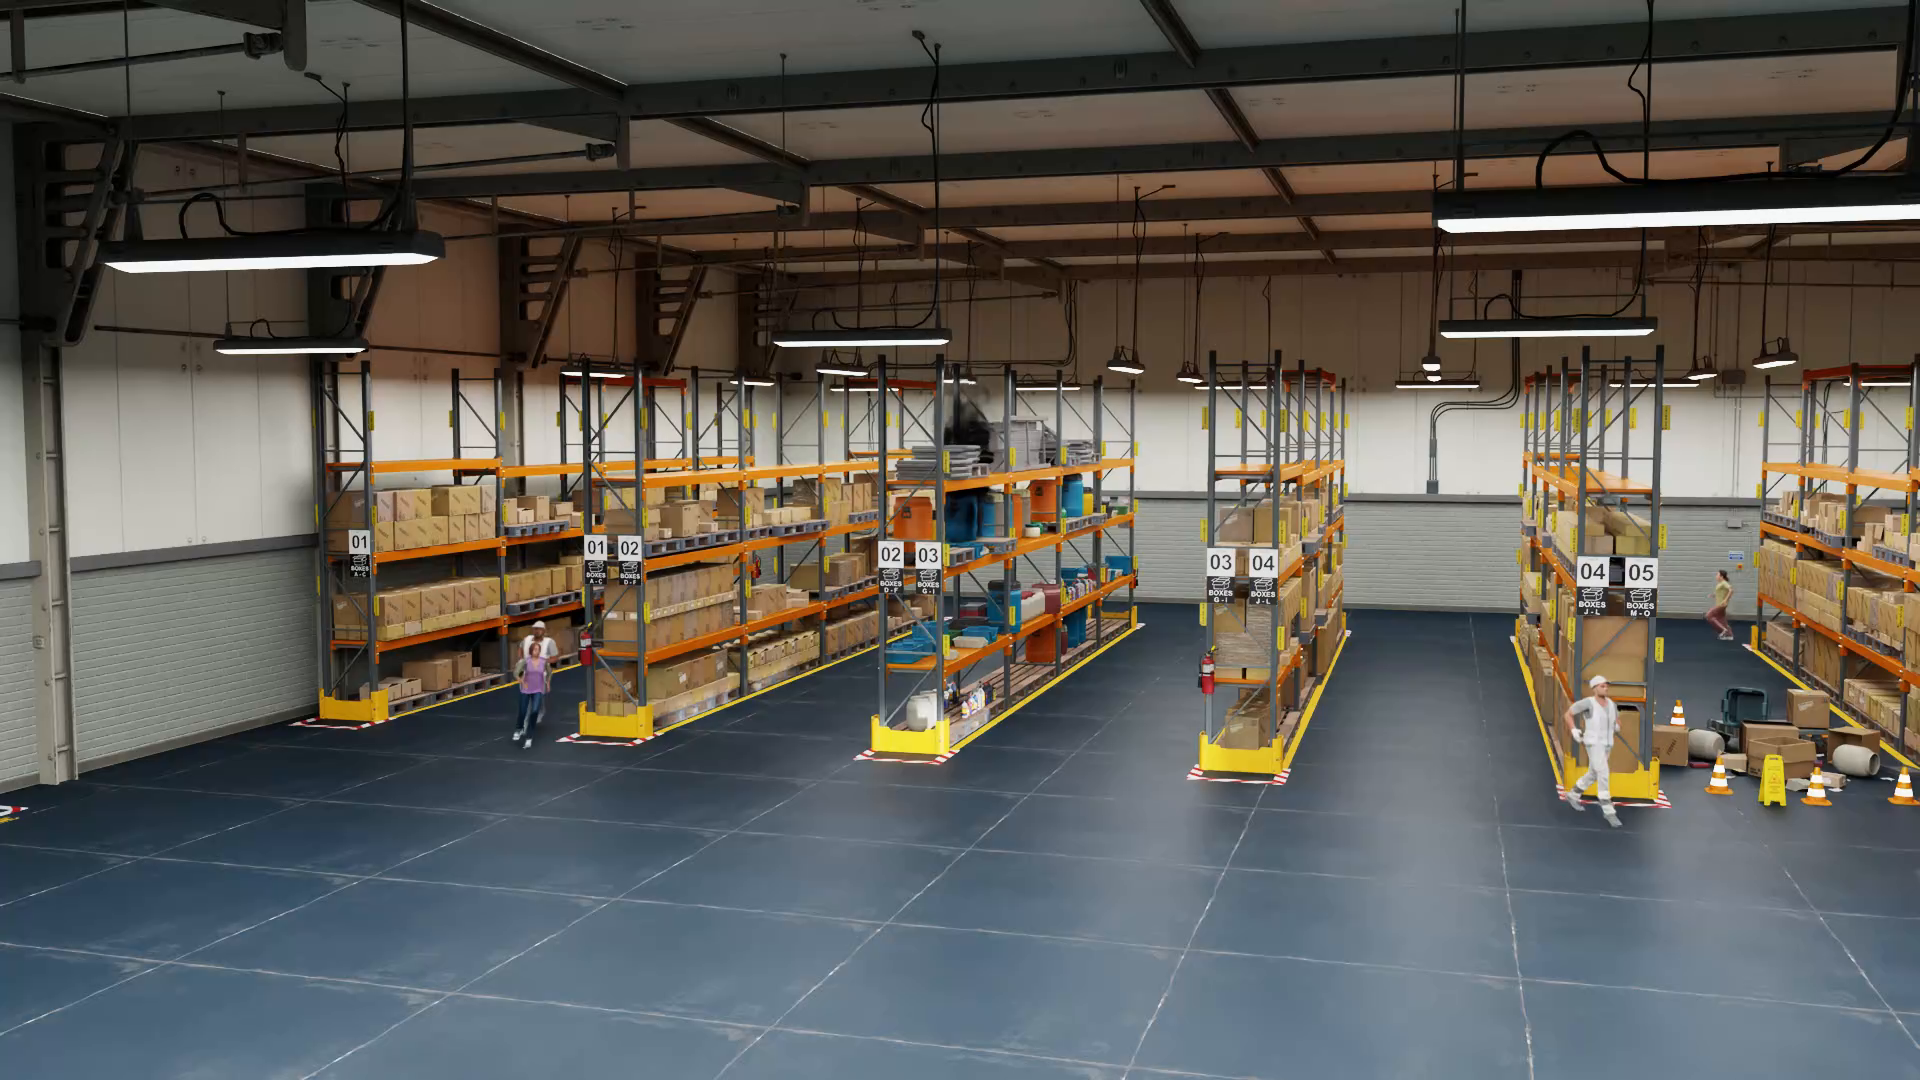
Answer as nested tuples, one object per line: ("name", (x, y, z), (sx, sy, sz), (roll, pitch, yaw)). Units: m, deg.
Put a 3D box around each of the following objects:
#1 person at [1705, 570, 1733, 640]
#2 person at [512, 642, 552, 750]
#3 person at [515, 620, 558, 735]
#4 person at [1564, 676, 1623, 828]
("person", (17.324, 1.480, 37.901), (0.598, 1.614, 0.665), (2, 5, 26))
("person", (-6.606, 2.380, 25.697), (0.609, 1.609, 0.721), (-1, 4, -17))
("person", (-6.856, 2.203, 26.968), (0.702, 1.818, 0.907), (0, 4, -1))
("person", (8.026, 2.613, 20.880), (0.730, 1.818, 0.925), (-2, 5, -31))
